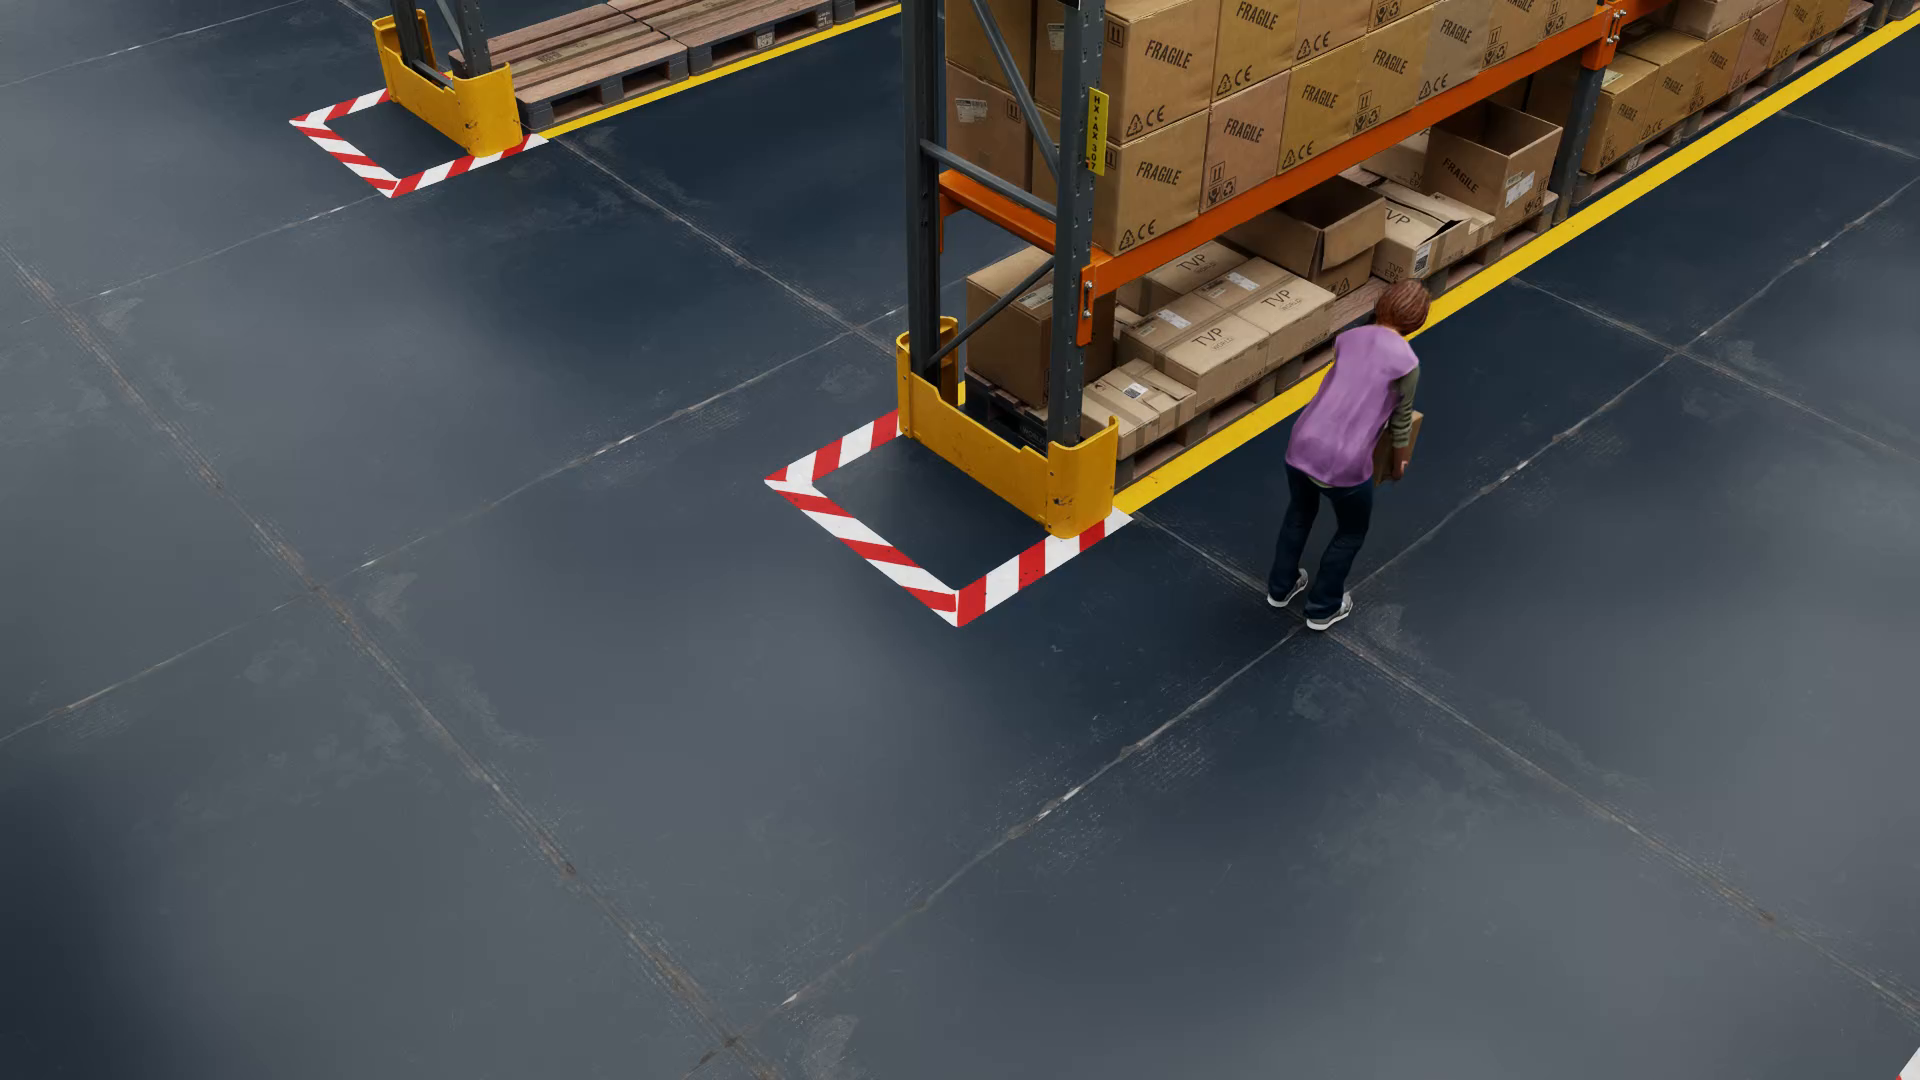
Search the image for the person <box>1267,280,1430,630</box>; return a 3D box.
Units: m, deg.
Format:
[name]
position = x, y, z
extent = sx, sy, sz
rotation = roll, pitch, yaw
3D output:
[person]
position = 1.574, -0.327, 6.687
extent = 0.375, 1.425, 0.690
rotation = 31, 49, 31
